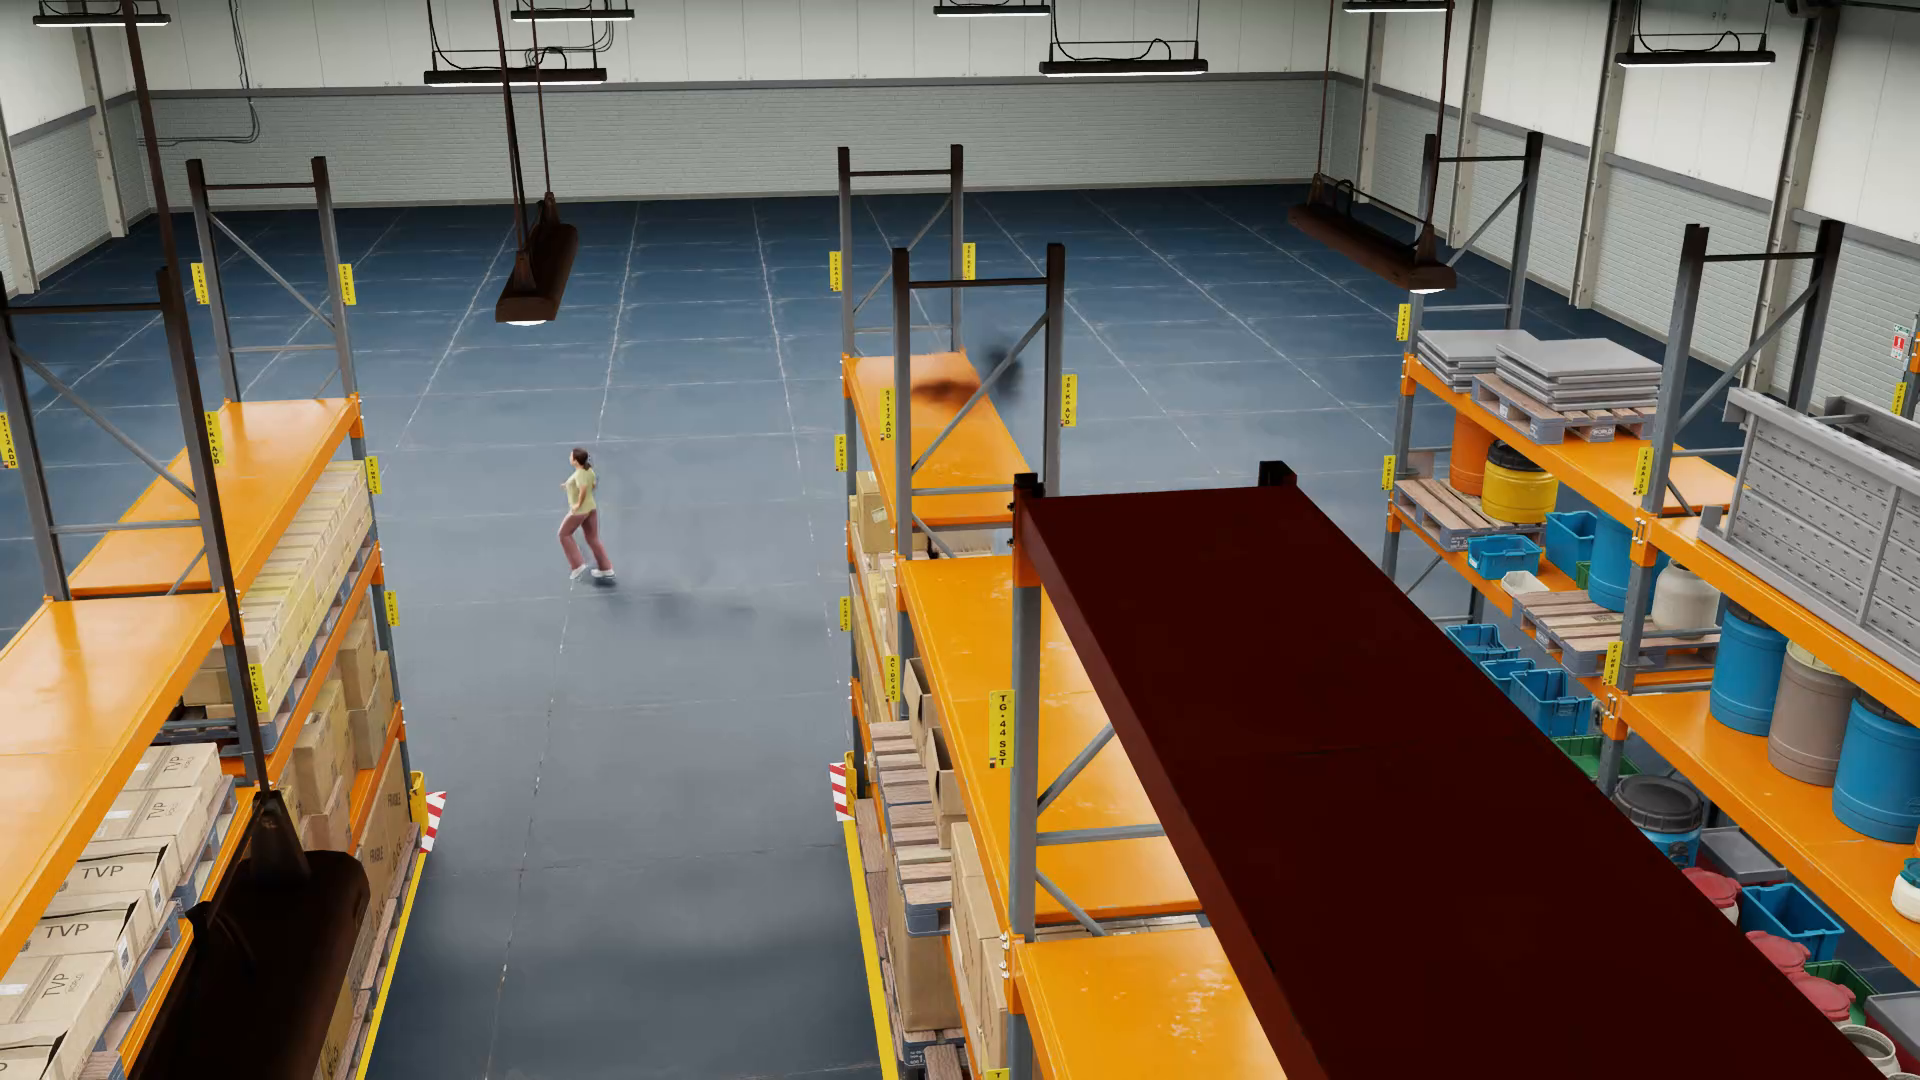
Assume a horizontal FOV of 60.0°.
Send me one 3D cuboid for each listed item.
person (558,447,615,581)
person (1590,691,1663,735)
[{"bbox_3d":[-4.558,-0.302,20.166,0.711,1.710,0.556,9,23,21],"label":"person"},{"bbox_3d":[5.937,1.659,15.152,0.598,1.665,0.611,-8,23,-20],"label":"person"}]
